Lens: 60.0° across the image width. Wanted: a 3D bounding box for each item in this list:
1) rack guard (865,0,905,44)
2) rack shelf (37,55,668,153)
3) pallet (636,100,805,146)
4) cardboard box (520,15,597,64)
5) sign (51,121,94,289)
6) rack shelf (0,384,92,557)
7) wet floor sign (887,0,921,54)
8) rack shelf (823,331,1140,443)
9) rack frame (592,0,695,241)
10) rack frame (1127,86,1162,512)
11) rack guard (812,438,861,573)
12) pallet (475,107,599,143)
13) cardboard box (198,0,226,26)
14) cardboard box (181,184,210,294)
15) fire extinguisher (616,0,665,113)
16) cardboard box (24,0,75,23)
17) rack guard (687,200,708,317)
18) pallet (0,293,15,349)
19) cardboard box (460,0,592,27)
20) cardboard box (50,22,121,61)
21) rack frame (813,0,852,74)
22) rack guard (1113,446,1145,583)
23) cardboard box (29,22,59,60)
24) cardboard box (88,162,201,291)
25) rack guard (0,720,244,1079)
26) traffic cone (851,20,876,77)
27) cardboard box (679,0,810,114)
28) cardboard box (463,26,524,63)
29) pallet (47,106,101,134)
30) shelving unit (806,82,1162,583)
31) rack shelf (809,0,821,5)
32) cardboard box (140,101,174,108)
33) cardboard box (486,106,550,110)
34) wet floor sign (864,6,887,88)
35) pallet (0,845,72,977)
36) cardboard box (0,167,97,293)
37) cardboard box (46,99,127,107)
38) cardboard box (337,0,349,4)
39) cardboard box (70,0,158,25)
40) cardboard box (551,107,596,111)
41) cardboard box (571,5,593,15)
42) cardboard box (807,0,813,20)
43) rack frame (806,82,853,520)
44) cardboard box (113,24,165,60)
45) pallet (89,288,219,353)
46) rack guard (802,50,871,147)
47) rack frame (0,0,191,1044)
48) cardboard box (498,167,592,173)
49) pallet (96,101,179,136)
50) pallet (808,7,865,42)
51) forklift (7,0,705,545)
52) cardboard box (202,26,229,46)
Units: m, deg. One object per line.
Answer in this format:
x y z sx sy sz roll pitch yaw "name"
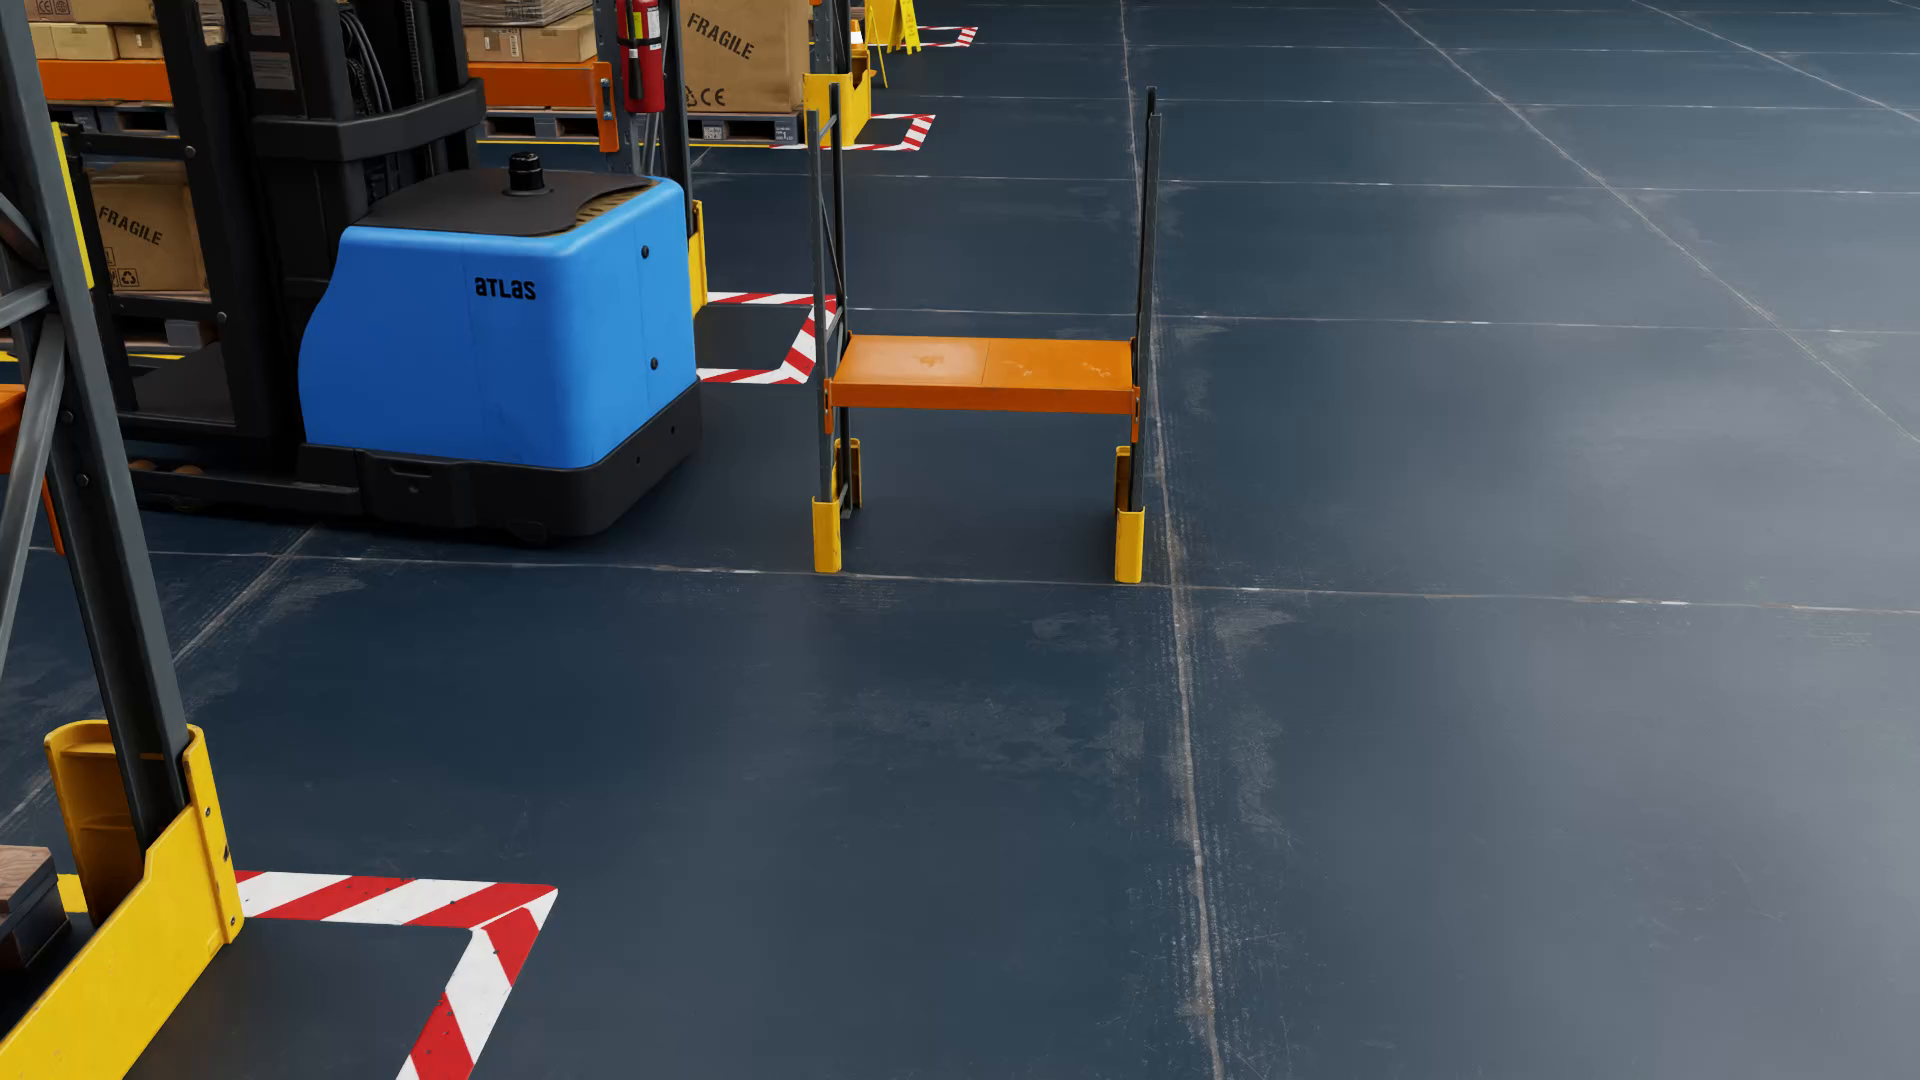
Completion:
-0.719 -5.341 16.759 0.348 0.500 1.175 2 25 4 "rack guard"
-3.396 -2.081 7.544 4.000 0.370 1.077 2 25 4 "rack shelf"
-1.725 -3.134 12.308 1.213 0.211 1.003 2 25 4 "pallet"
-1.702 -2.153 7.140 0.250 0.149 0.380 2 25 4 "cardboard box"
-1.735 -0.634 3.209 0.005 0.325 0.100 2 25 4 "sign"
-3.775 -0.017 3.058 4.000 0.370 1.077 2 25 4 "rack shelf"
-0.536 -4.952 15.741 0.232 0.644 0.267 11 27 22 "wet floor sign"
0.085 -0.515 5.506 1.000 0.185 0.538 2 25 4 "rack shelf"
-1.402 -2.344 7.255 0.127 3.000 1.000 2 25 4 "rack frame"
0.592 -0.662 5.395 0.032 1.500 0.500 2 25 4 "rack frame"
-0.421 -0.127 5.727 0.087 0.250 0.587 2 25 4 "rack guard"
-2.938 -3.174 12.395 1.213 0.211 1.003 2 25 4 "pallet"
-2.951 -2.553 7.235 0.500 0.500 0.875 2 25 4 "cardboard box"
-3.245 -1.459 7.820 0.500 0.500 0.500 4 25 9 "cardboard box"
-1.323 -2.113 6.846 0.183 0.674 0.296 2 25 4 "fire extinguisher"
-3.944 -2.607 7.353 0.500 0.500 0.875 2 25 4 "cardboard box"
-1.478 -1.211 7.783 0.348 0.500 1.175 2 25 4 "rack guard"
-4.718 -1.198 8.101 1.213 0.211 1.003 2 25 4 "pallet"
-1.948 -2.553 7.235 0.500 0.500 0.875 2 25 4 "cardboard box"
-3.702 -2.183 7.206 0.250 0.149 0.380 2 25 4 "cardboard box"
-0.922 -4.408 11.741 0.127 3.000 1.000 2 25 4 "rack frame"
0.573 -0.095 5.658 0.087 0.250 0.587 2 25 4 "rack guard"
-3.951 -2.196 7.234 0.250 0.149 0.380 2 25 4 "cardboard box"
-3.798 -1.495 7.899 0.500 0.500 0.500 0 25 -1 "cardboard box"
-1.861 0.873 3.254 0.348 0.500 1.175 2 25 4 "rack guard"
-0.917 -4.324 14.594 0.334 0.463 0.336 2 25 4 "traffic cone"
-1.603 -3.627 12.084 0.875 0.875 0.875 2 25 4 "cardboard box"
-1.951 -2.161 7.158 0.250 0.149 0.380 2 25 4 "cardboard box"
-6.905 -3.300 12.669 1.213 0.211 1.003 2 25 4 "pallet"
0.076 -0.679 5.431 1.083 1.500 0.587 2 25 4 "shelving unit"
-2.916 -4.145 12.030 4.000 0.370 1.077 2 25 4 "rack shelf"
-5.536 -3.687 12.363 0.750 0.750 1.050 2 25 4 "cardboard box"
-3.389 -3.685 12.209 0.875 0.875 0.875 2 25 4 "cardboard box"
-0.741 -4.162 14.024 0.232 0.644 0.267 -2 25 -5 "wet floor sign"
-2.670 0.976 3.376 1.213 0.211 1.003 2 25 4 "pallet"
-4.423 -1.482 7.871 0.500 0.500 0.500 10 27 21 "cardboard box"
-6.497 -3.719 12.433 0.750 0.750 1.050 2 25 4 "cardboard box"
-2.456 -2.519 7.161 0.500 0.500 0.875 2 25 4 "cardboard box"
-3.449 -2.574 7.280 0.500 0.500 0.875 2 25 4 "cardboard box"
-2.480 -3.655 12.144 0.875 0.875 0.875 1 25 3 "cardboard box"
-1.668 -2.338 7.543 0.250 0.149 0.380 2 25 4 "cardboard box"
-1.494 -5.330 16.532 0.500 0.250 0.500 2 25 4 "cardboard box"
-0.422 -0.695 5.466 0.032 1.500 0.500 2 25 4 "rack frame"
-3.450 -2.194 7.230 0.250 0.149 0.380 2 25 4 "cardboard box"
-3.498 -1.160 8.019 1.213 0.211 1.003 2 25 4 "pallet"
-0.898 -3.271 12.261 0.348 0.500 1.175 2 25 4 "rack guard"
-1.781 -0.279 2.769 0.127 3.000 1.000 2 25 4 "rack frame"
-2.023 -1.426 7.748 0.500 0.500 0.500 6 25 14 "cardboard box"
-5.685 -3.262 12.587 1.213 0.211 1.003 2 25 4 "pallet"
-1.526 -5.250 16.908 1.213 0.211 1.003 2 25 4 "pallet"
-2.562 -1.636 5.800 3.031 2.935 1.130 6 25 13 "forklift"
-3.206 -2.157 7.149 0.250 0.149 0.380 2 25 4 "cardboard box"
